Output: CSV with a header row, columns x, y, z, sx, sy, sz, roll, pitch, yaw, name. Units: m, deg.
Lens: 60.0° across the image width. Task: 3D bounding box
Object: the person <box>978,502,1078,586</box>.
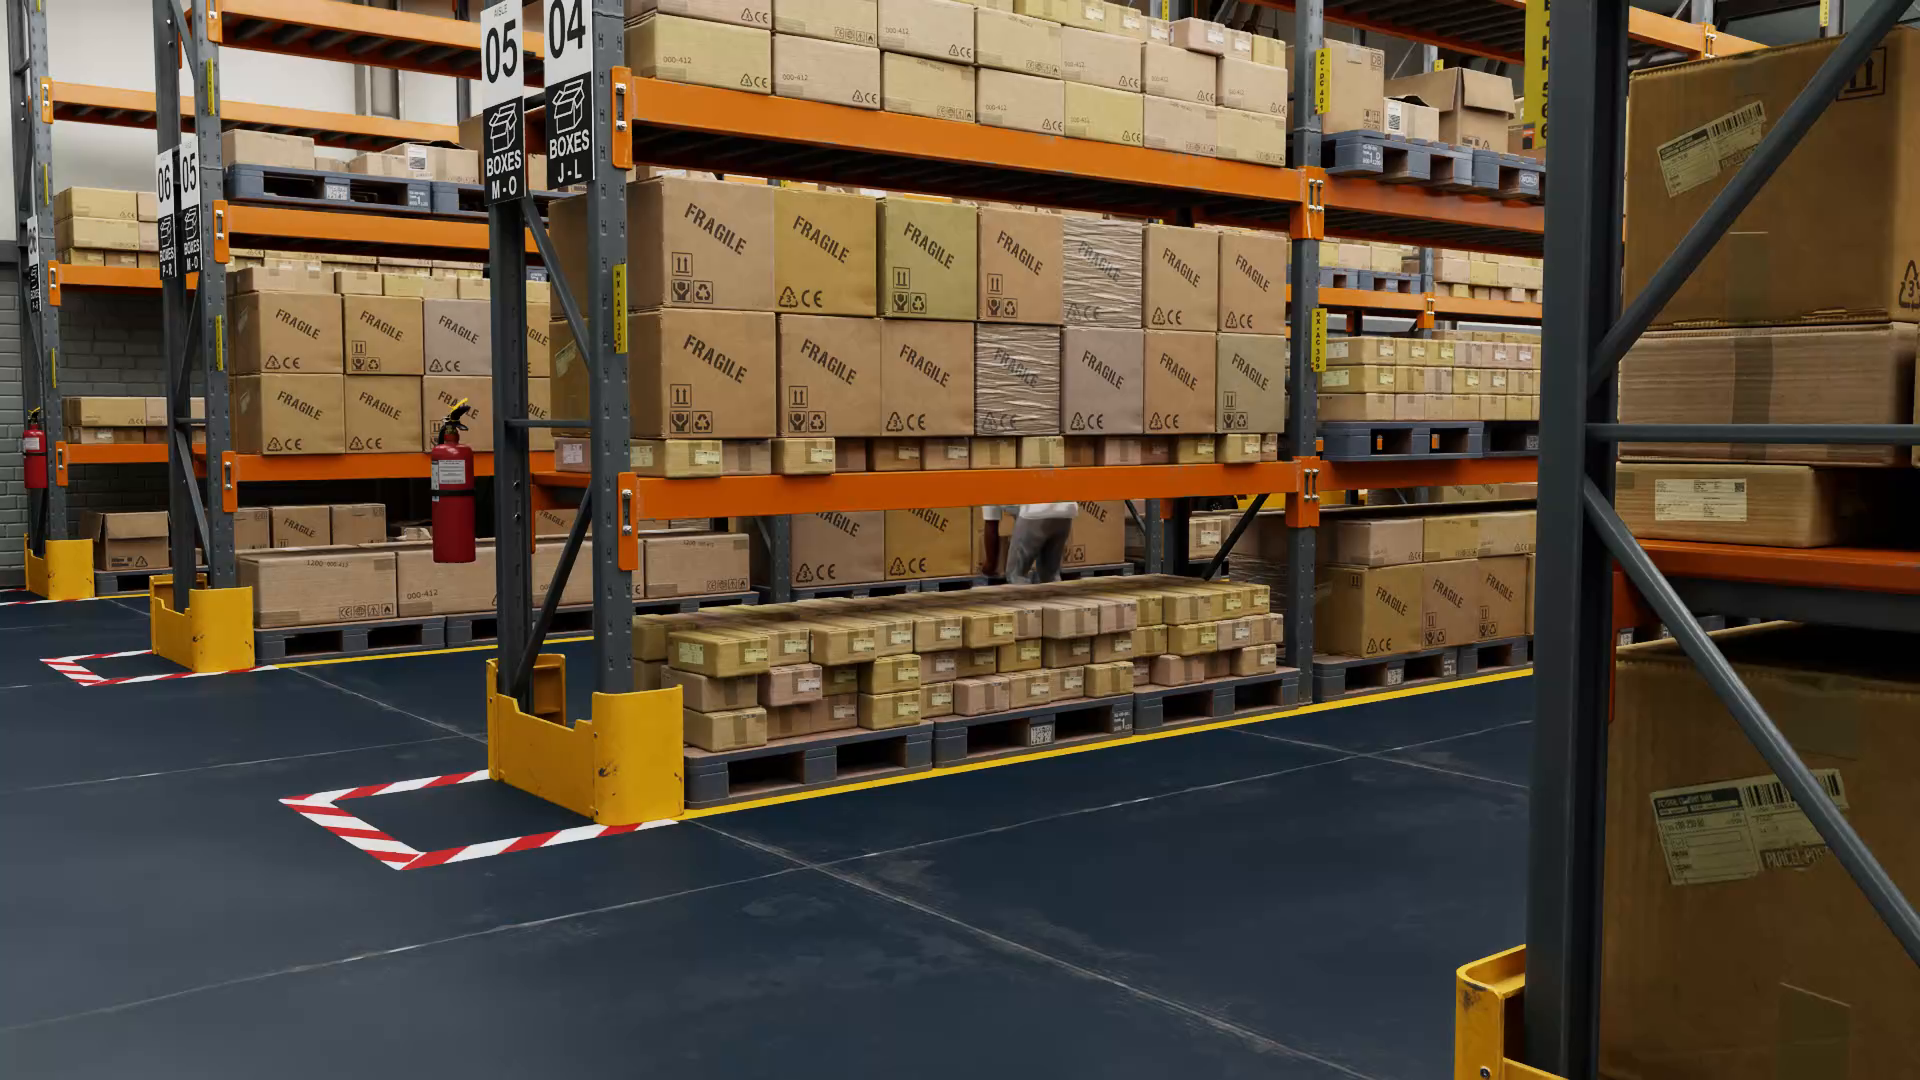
x,y,z,sx,sy,sz,roll,pitch,yaw,name
0.382,0.018,11.336,0.475,1.355,0.918,-4,6,-40,person
